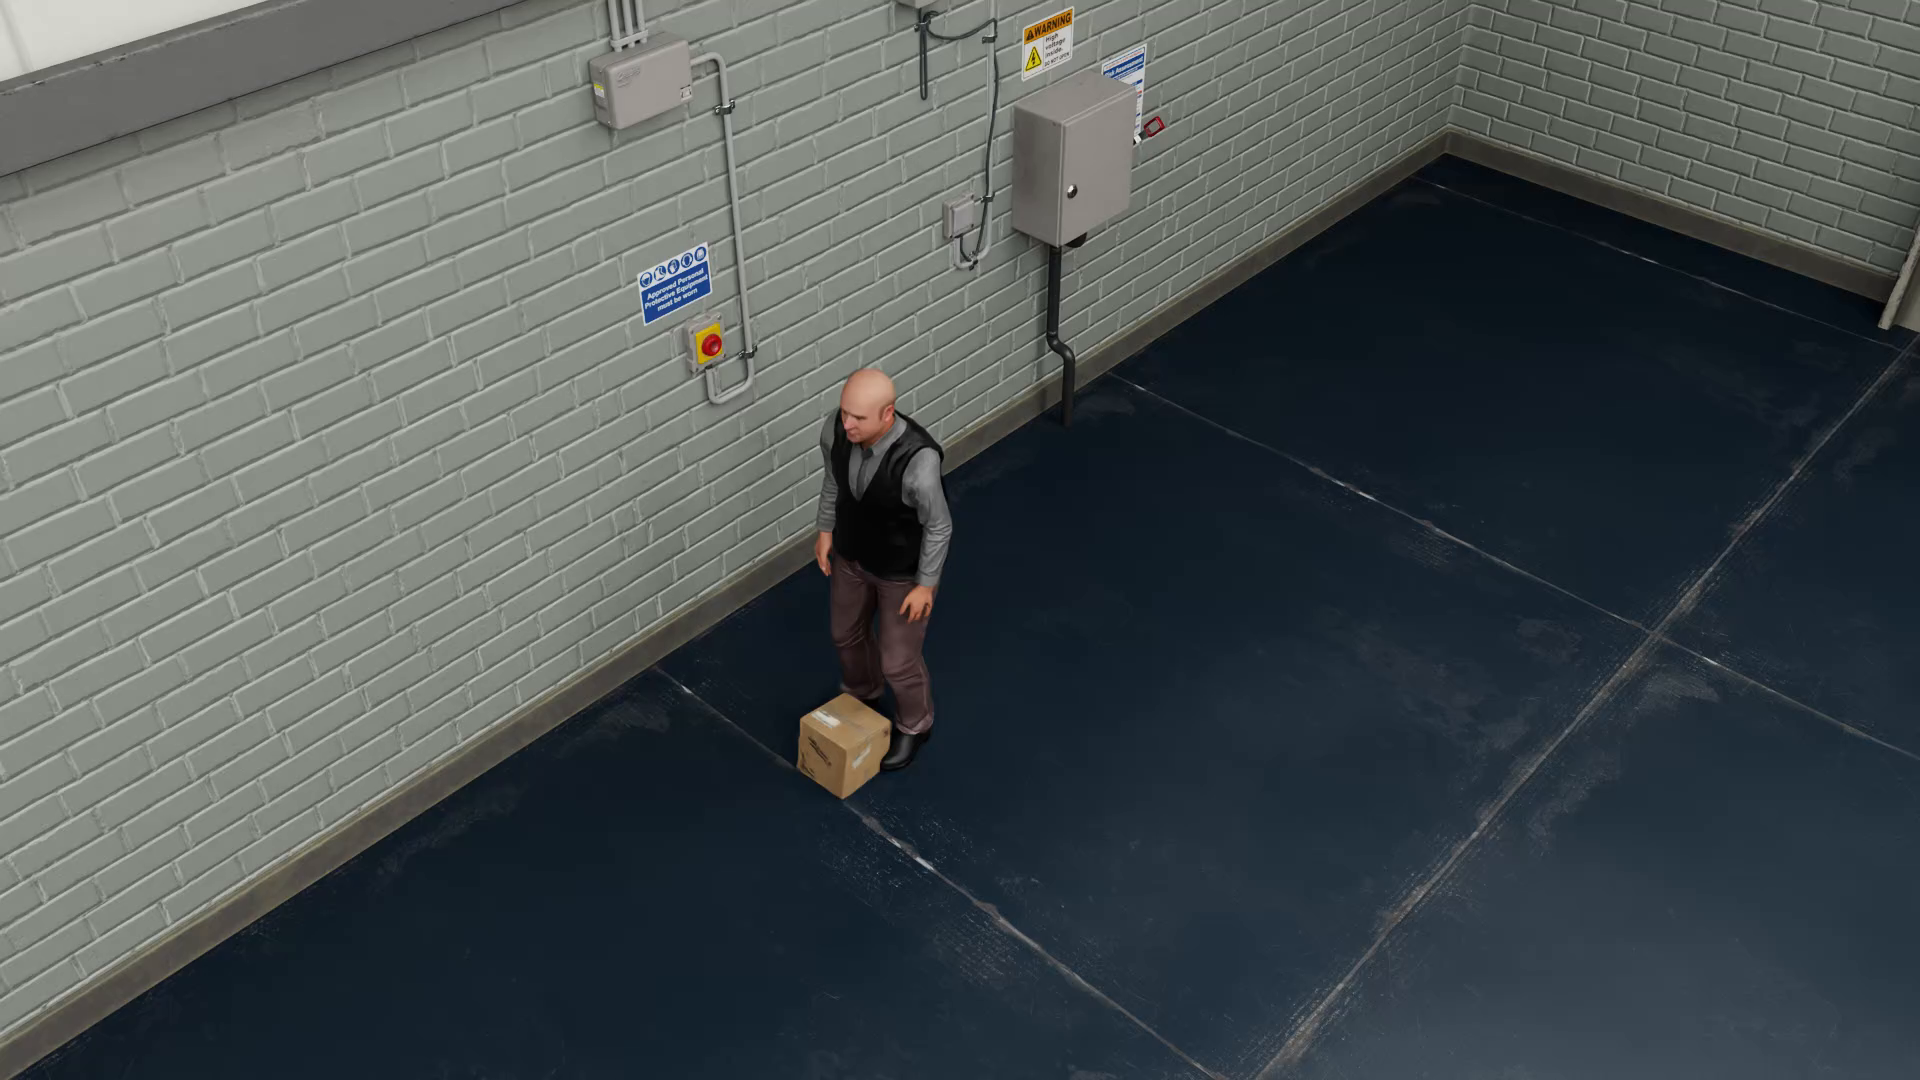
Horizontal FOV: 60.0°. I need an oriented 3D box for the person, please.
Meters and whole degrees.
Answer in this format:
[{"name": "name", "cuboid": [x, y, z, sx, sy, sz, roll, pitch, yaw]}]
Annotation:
[{"name": "person", "cuboid": [-0.273, 0.076, 6.080, 0.570, 1.721, 0.420, 28, 47, 30]}]
